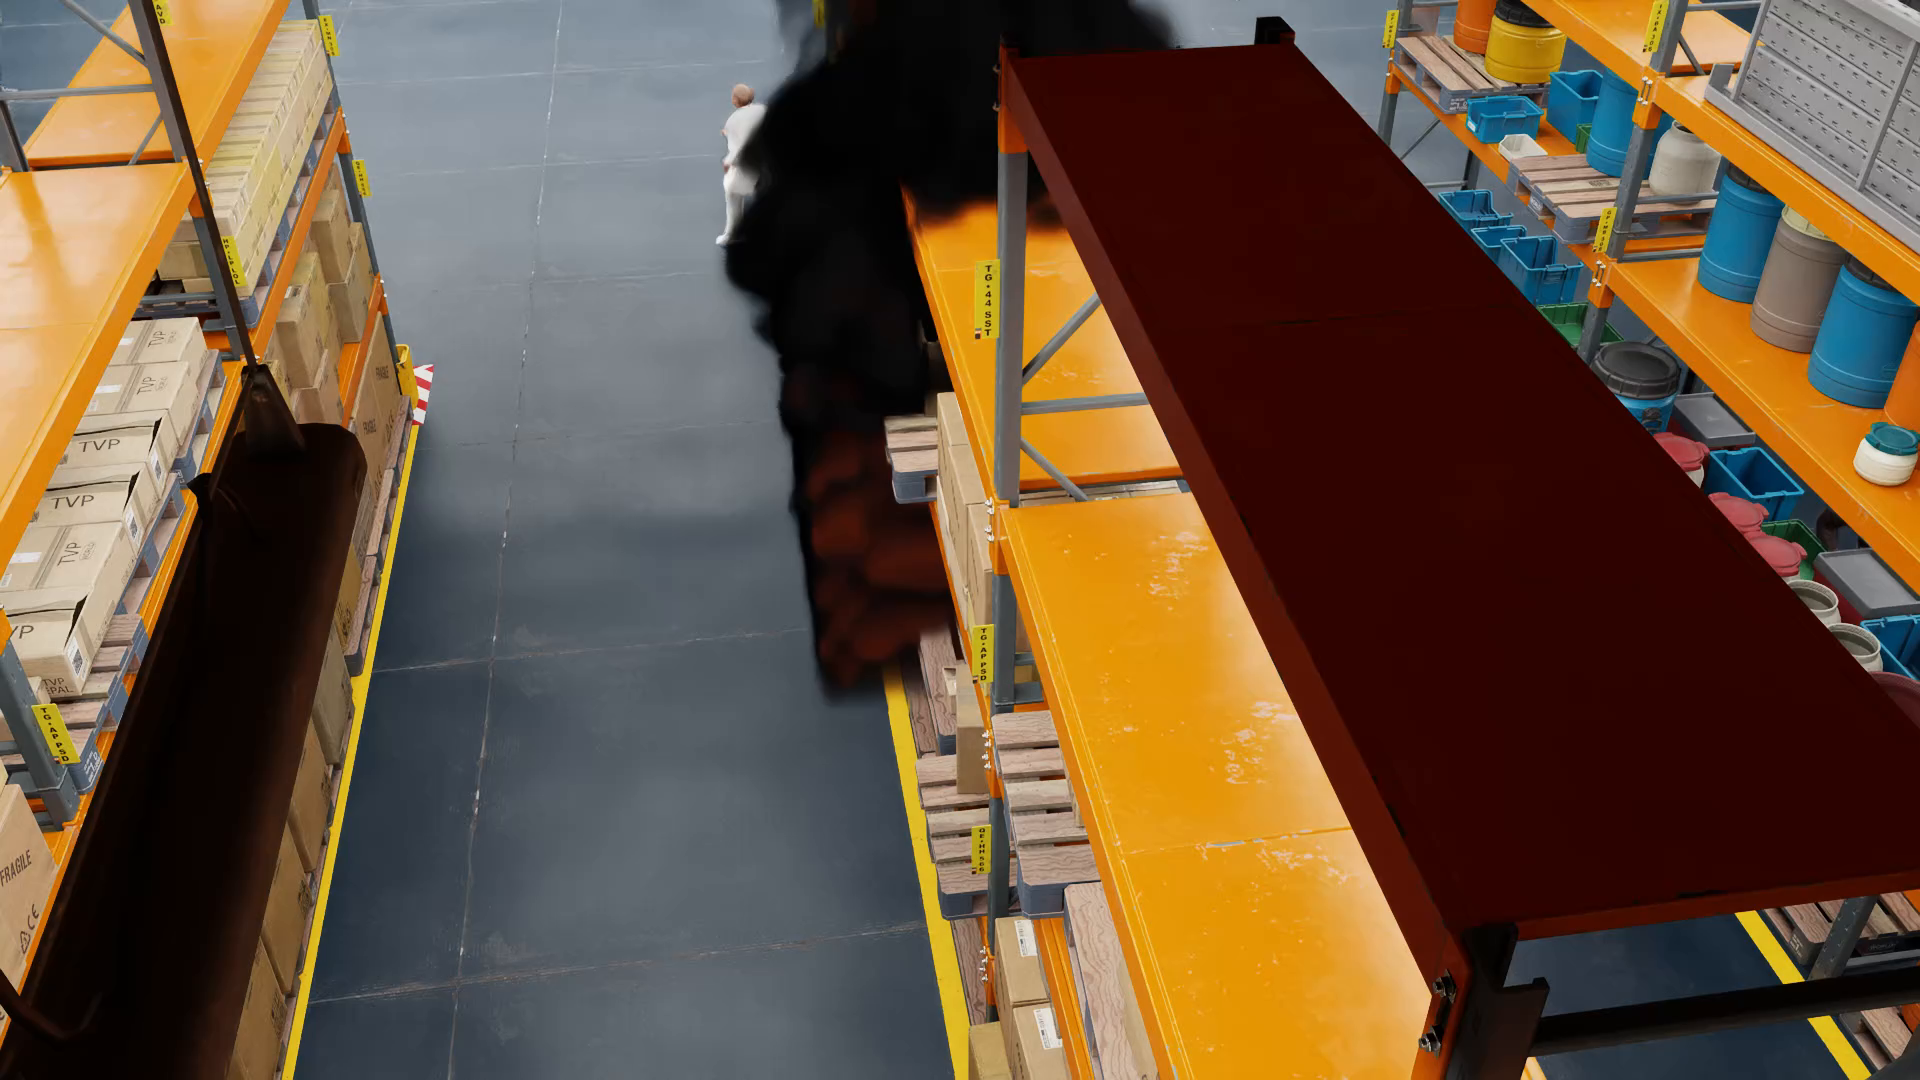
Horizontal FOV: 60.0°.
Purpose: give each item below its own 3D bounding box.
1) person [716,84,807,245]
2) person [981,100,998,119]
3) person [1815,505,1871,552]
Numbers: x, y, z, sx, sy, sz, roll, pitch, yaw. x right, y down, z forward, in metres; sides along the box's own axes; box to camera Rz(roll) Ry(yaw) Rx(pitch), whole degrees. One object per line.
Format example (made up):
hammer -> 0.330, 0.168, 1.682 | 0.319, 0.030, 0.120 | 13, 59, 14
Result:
person -> -2.128, -3.793, 17.113 | 1.060, 1.800, 0.719 | 21, 41, 26
person -> 0.245, -5.567, 19.558 | 0.730, 1.746, 0.683 | 12, 38, 15
person -> 6.794, -0.274, 12.407 | 0.642, 1.779, 0.768 | -10, 37, -13
